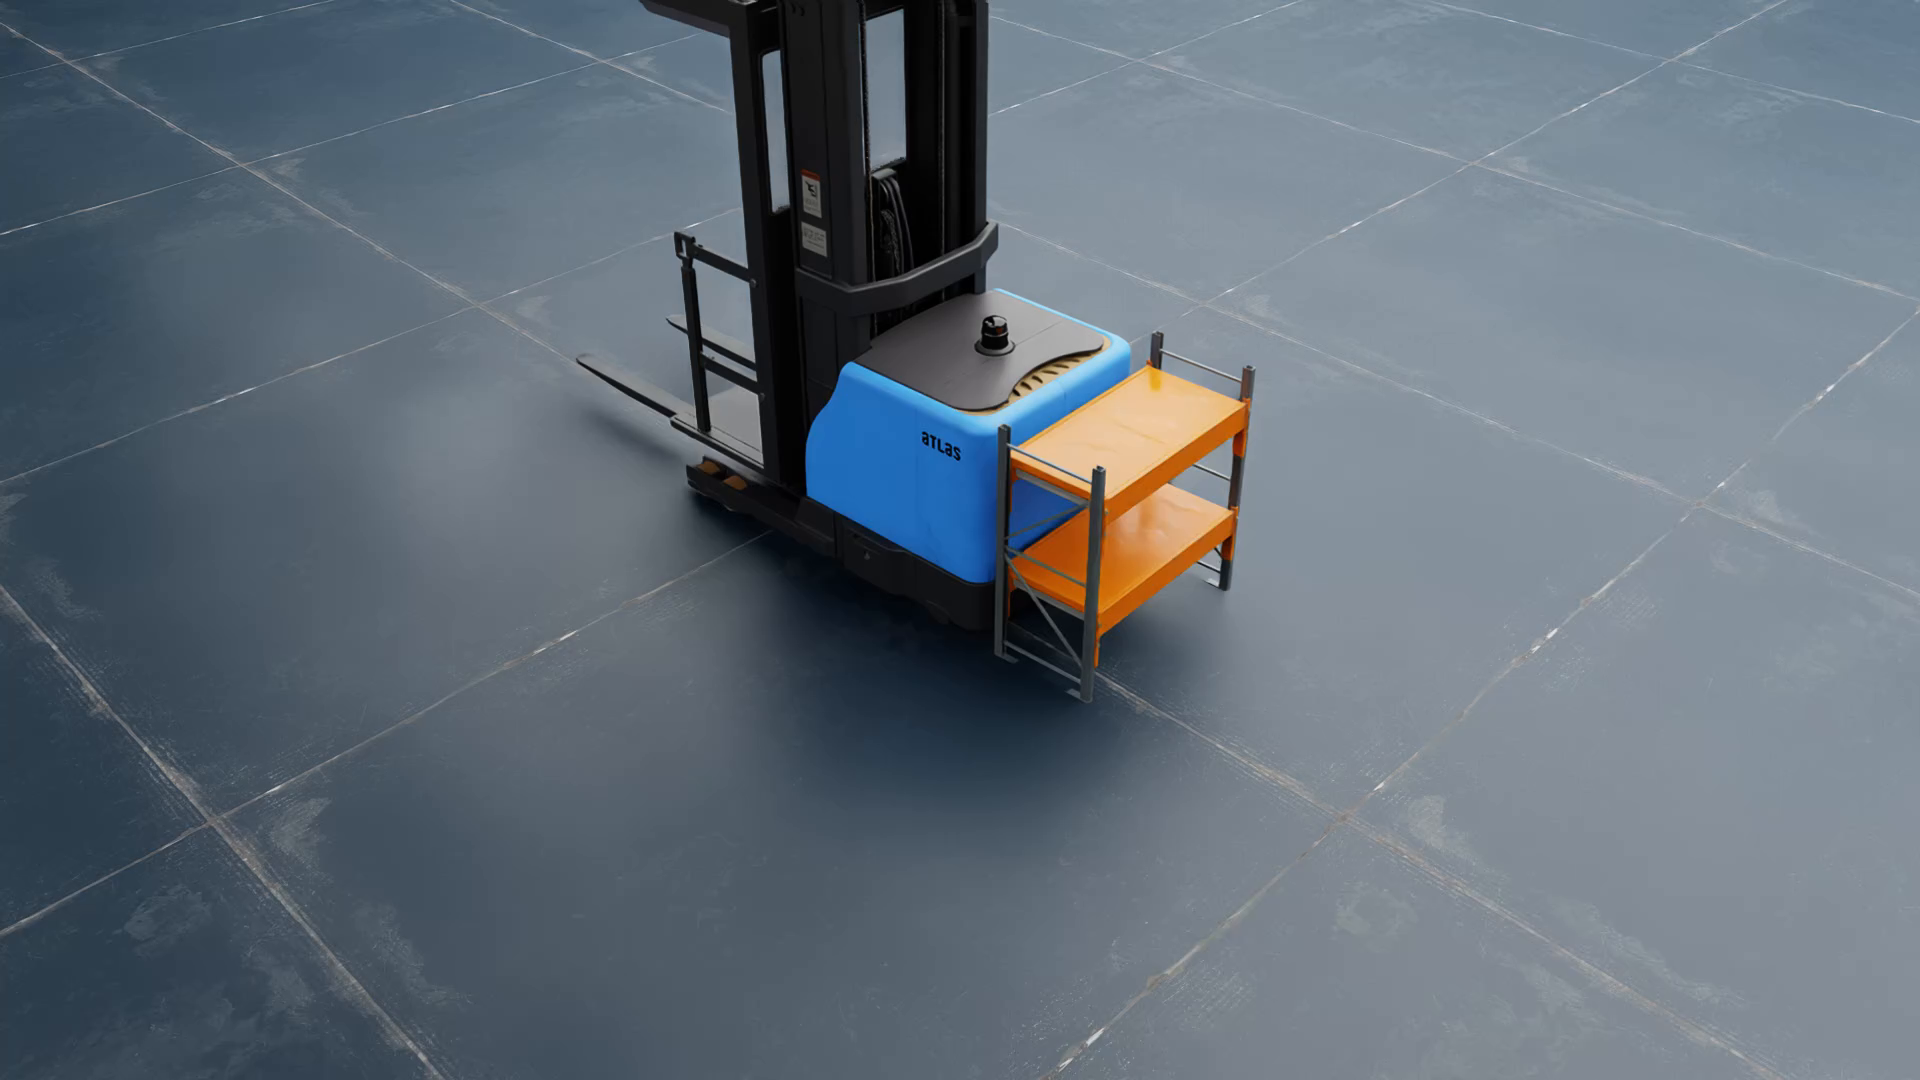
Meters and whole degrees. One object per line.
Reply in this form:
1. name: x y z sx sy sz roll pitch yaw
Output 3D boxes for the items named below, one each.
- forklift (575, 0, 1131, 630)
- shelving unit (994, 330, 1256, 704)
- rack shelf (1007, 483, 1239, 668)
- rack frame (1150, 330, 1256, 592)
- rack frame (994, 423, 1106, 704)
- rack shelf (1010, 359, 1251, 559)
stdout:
1. forklift: -0.680 -1.537 7.392 3.031 2.935 1.130 28 43 34
2. shelving unit: 0.677 -0.110 6.925 0.538 1.125 1.048 26 43 33
3. rack shelf: 0.677 0.090 7.065 0.538 0.278 1.000 26 43 33
4. rack frame: 1.011 -0.330 7.240 0.500 1.125 0.032 26 43 33
5. rack frame: 0.344 0.109 6.610 0.500 1.125 0.032 26 43 33
6. rack shelf: 0.677 -0.351 6.758 0.538 0.278 1.000 26 43 33
